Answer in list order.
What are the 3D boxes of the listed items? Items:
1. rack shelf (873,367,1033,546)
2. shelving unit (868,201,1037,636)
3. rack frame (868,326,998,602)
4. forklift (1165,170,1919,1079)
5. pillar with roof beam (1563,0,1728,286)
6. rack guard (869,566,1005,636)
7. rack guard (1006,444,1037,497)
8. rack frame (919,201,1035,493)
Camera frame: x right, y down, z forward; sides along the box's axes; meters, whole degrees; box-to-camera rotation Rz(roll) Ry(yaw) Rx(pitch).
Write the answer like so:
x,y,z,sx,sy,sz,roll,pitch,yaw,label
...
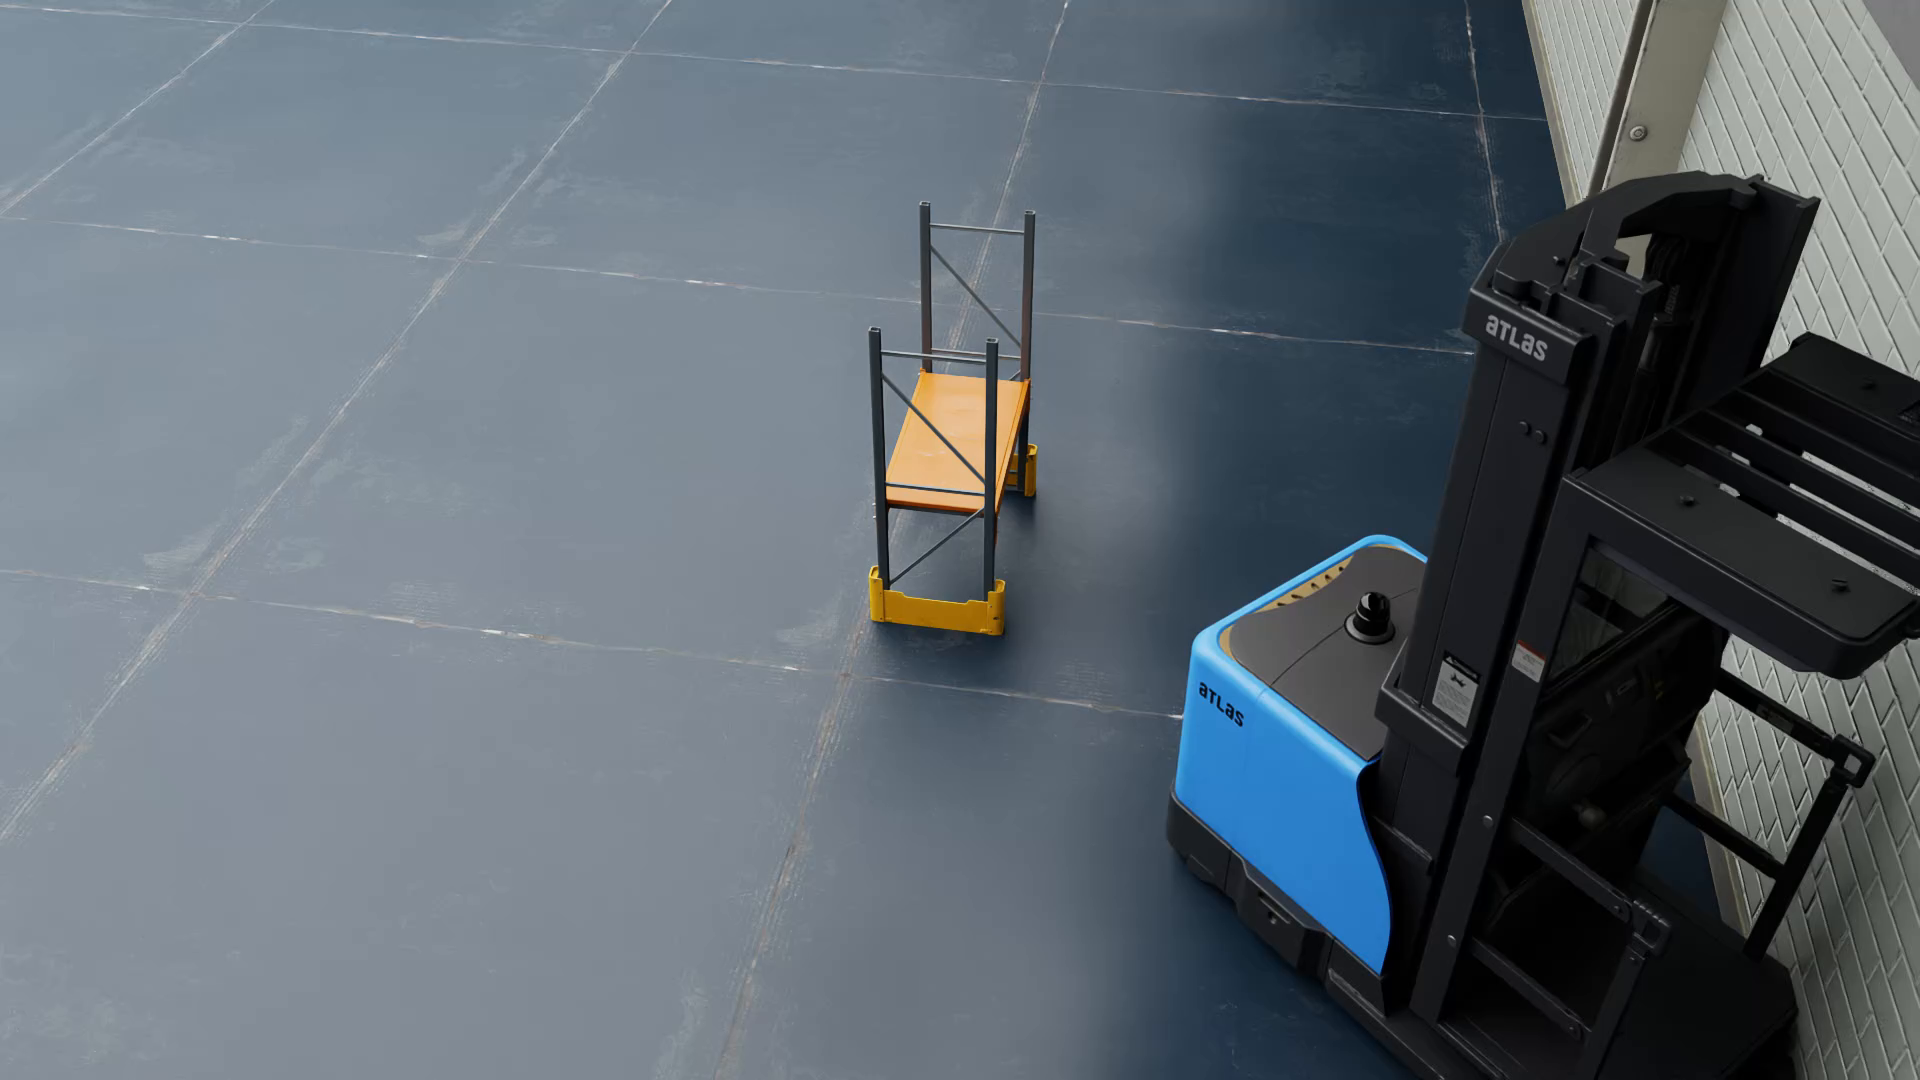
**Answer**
x,y,z,sx,sy,sz,roll,pitch,yaw,label
-0.015,-0.386,7.322,0.538,0.185,1.000,6,40,8,rack shelf
-0.013,-0.530,7.214,0.587,1.500,1.083,6,40,8,shelving unit
-0.103,-0.205,6.821,0.500,1.500,0.032,6,40,8,rack frame
2.075,0.584,4.743,1.130,2.935,3.031,-26,46,-28,forklift
-0.933,-4.886,6.598,9.100,9.000,0.400,6,40,8,pillar with roof beam
-0.099,0.264,7.234,0.587,0.250,0.087,6,40,8,rack guard
0.073,-0.361,7.991,0.587,0.250,0.087,6,40,8,rack guard
0.073,-0.844,7.593,0.500,1.500,0.032,6,40,8,rack frame
